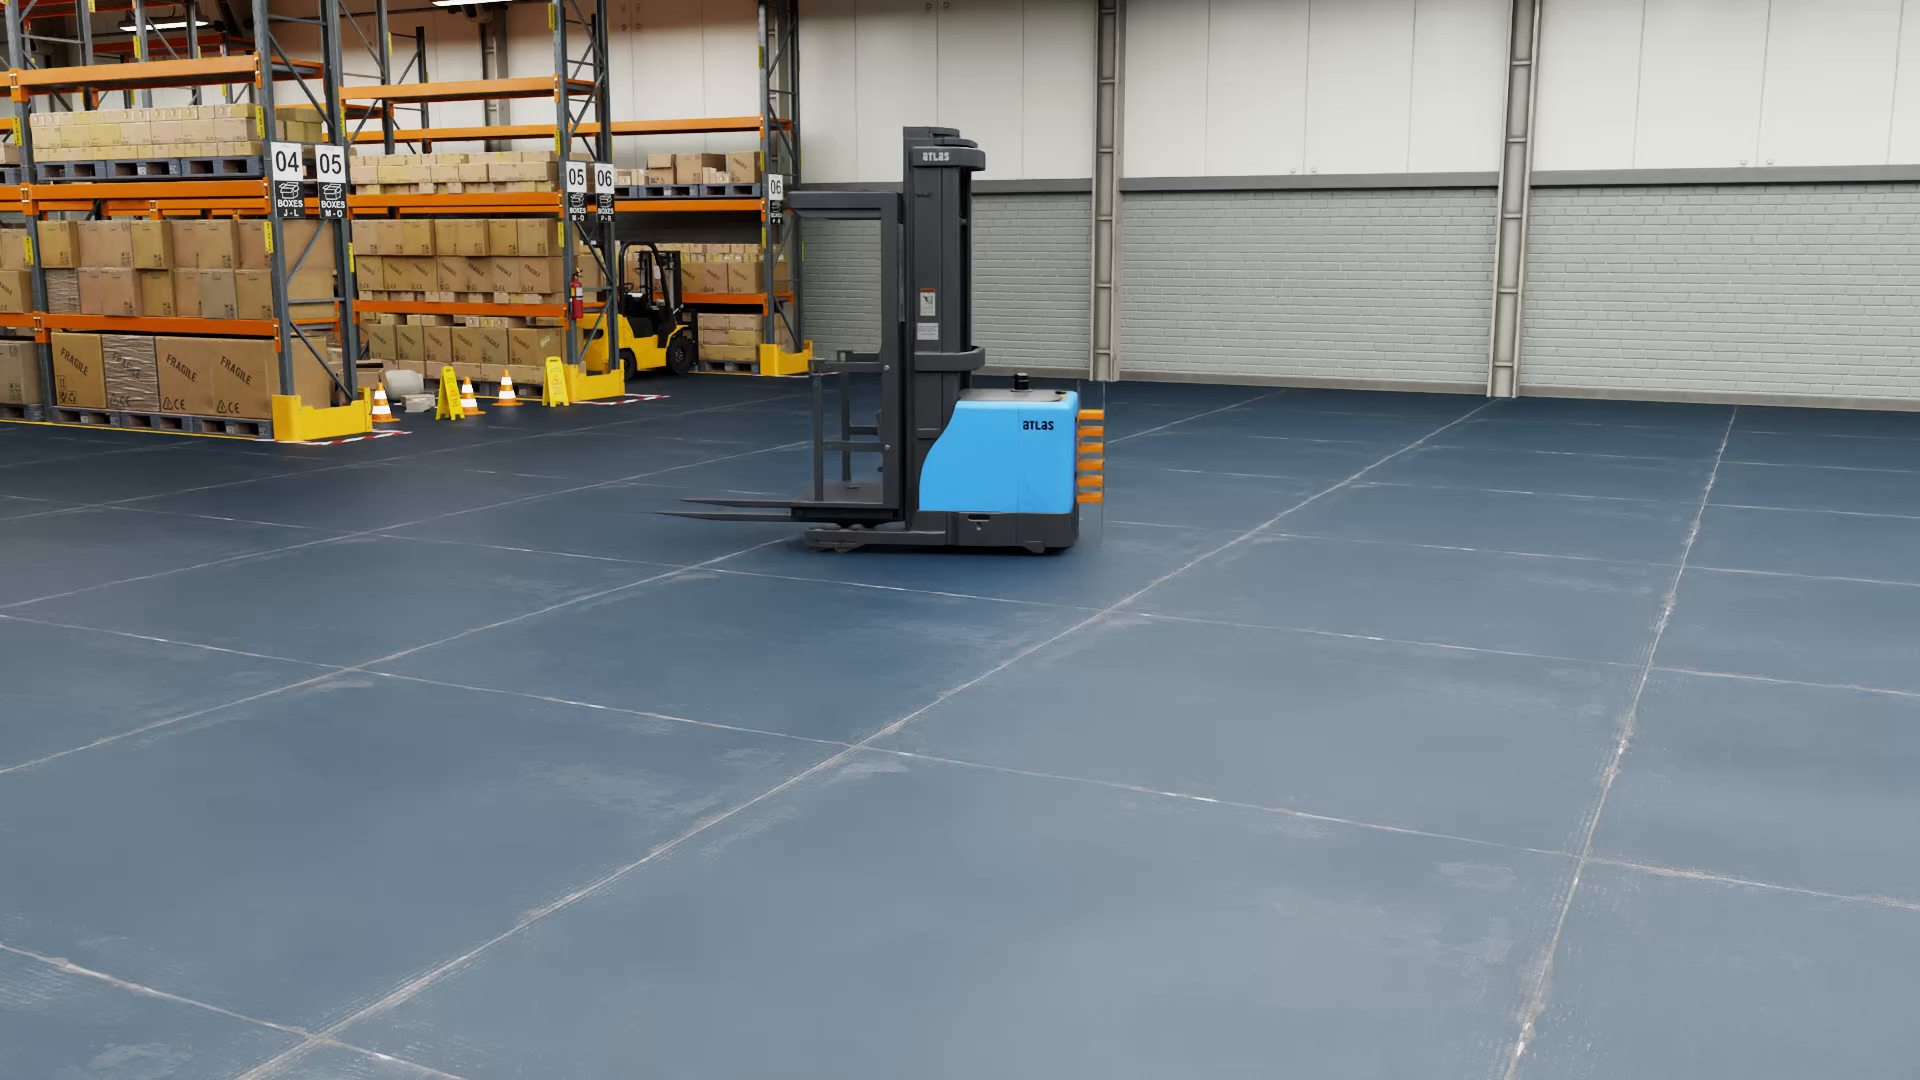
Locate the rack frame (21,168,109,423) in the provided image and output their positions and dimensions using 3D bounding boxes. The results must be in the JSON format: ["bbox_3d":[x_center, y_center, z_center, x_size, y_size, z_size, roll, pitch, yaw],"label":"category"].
[{"bbox_3d":[-10.770,-2.972,20.228,0.127,3.000,1.000,5,11,26],"label":"rack frame"}]

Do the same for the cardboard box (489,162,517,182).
[{"bbox_3d":[-6.106,-5.043,22.835,0.500,0.250,0.500,5,11,25],"label":"cardboard box"}]

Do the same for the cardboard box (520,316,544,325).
[{"bbox_3d":[-7.643,-3.703,29.758,0.625,0.625,0.875,5,11,25],"label":"cardboard box"}]

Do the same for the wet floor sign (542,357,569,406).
[{"bbox_3d":[-5.386,-2.111,22.081,0.267,0.644,0.232,-10,14,-43],"label":"wet floor sign"}]

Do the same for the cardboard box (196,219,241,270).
[{"bbox_3d":[-8.032,-3.326,18.730,0.550,0.550,0.875,5,11,26],"label":"cardboard box"}]

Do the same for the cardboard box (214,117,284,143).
[{"bbox_3d":[-7.745,-4.455,18.126,0.500,0.250,0.500,5,11,27],"label":"cardboard box"}]

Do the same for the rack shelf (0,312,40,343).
[{"bbox_3d":[-12.563,-2.775,21.163,4.000,0.370,1.077,5,11,26],"label":"rack shelf"}]

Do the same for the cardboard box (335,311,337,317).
[{"bbox_3d":[-11.796,-4.282,31.484,0.250,0.149,0.380,4,11,23],"label":"cardboard box"}]

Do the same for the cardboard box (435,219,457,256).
[{"bbox_3d":[-6.977,-4.274,23.501,0.500,0.500,0.700,5,11,25],"label":"cardboard box"}]

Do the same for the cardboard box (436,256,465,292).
[{"bbox_3d":[-7.032,-3.773,23.536,0.500,0.500,0.500,5,11,26],"label":"cardboard box"}]

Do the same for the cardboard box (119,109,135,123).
[{"bbox_3d":[-9.229,-4.770,18.745,0.250,0.149,0.380,5,11,26],"label":"cardboard box"}]

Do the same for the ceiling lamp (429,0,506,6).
[{"bbox_3d":[-7.326,-10.026,25.968,2.000,3.185,0.800,5,11,26],"label":"ceiling lamp"}]

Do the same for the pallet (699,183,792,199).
[{"bbox_3d":[-3.513,-5.741,27.351,1.213,0.211,1.003,5,11,26],"label":"pallet"}]

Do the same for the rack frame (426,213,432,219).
[{"bbox_3d":[-10.064,-4.879,30.763,0.127,3.000,1.000,5,11,26],"label":"rack frame"}]

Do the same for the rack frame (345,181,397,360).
[{"bbox_3d":[-8.670,-3.770,24.640,0.127,3.000,1.000,5,11,26],"label":"rack frame"}]

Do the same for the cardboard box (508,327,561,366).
[{"bbox_3d":[-5.917,-2.699,23.158,0.500,0.500,0.500,5,11,26],"label":"cardboard box"}]

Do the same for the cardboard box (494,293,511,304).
[{"bbox_3d":[-6.254,-3.368,23.123,0.250,0.149,0.380,5,12,27],"label":"cardboard box"}]

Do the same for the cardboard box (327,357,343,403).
[{"bbox_3d":[-8.621,-2.100,22.039,0.503,0.637,0.797,5,11,26],"label":"cardboard box"}]

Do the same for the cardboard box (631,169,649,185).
[{"bbox_3d":[-5.281,-6.064,27.806,0.258,0.266,0.396,5,11,24],"label":"cardboard box"}]

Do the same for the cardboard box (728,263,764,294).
[{"bbox_3d":[-3.448,-4.294,27.254,0.500,0.500,0.500,5,11,25],"label":"cardboard box"}]

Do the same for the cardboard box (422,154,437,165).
[{"bbox_3d":[-7.340,-5.344,23.380,0.250,0.149,0.380,5,11,25],"label":"cardboard box"}]

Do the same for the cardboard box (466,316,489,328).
[{"bbox_3d":[-6.736,-3.078,23.429,0.250,0.149,0.380,6,12,28],"label":"cardboard box"}]

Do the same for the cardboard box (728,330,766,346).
[{"bbox_3d":[-3.465,-3.336,27.379,0.500,0.250,0.500,5,11,25],"label":"cardboard box"}]

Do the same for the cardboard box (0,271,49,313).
[{"bbox_3d":[-11.356,-3.019,20.210,0.500,0.500,0.500,5,11,25],"label":"cardboard box"}]

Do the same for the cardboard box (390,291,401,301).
[{"bbox_3d":[-8.028,-3.543,24.089,0.250,0.149,0.380,5,11,26],"label":"cardboard box"}]

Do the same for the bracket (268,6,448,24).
[{"bbox_3d":[-11.336,-9.822,31.125,4.783,0.066,0.076,5,11,26],"label":"bracket"}]

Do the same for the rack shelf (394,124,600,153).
[{"bbox_3d":[-8.271,-7.122,29.458,4.000,0.370,1.077,5,11,26],"label":"rack shelf"}]

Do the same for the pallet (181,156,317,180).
[{"bbox_3d":[-7.853,-4.146,18.541,1.213,0.211,1.003,5,11,26],"label":"pallet"}]

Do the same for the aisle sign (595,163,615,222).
[{"bbox_3d":[-4.890,-4.779,22.913,0.004,0.787,0.394,5,11,26],"label":"aisle sign"}]

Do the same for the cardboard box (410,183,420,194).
[{"bbox_3d":[-7.576,-4.979,23.599,0.250,0.149,0.380,5,11,24],"label":"cardboard box"}]

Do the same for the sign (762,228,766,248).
[{"bbox_3d":[-3.143,-4.849,26.683,0.005,0.325,0.100,5,11,26],"label":"sign"}]

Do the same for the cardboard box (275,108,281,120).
[{"bbox_3d":[-7.566,-4.754,18.660,0.250,0.149,0.380,5,11,26],"label":"cardboard box"}]

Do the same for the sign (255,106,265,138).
[{"bbox_3d":[-7.435,-4.444,17.674,0.005,0.325,0.100,5,11,26],"label":"sign"}]

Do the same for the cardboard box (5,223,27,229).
[{"bbox_3d":[-16.013,-5.327,28.334,0.250,0.149,0.380,5,11,25],"label":"cardboard box"}]

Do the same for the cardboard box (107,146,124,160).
[{"bbox_3d":[-9.451,-4.397,18.925,0.250,0.149,0.380,5,11,26],"label":"cardboard box"}]

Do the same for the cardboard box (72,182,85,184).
[{"bbox_3d":[-13.966,-5.910,26.579,0.500,0.500,0.500,5,11,26],"label":"cardboard box"}]

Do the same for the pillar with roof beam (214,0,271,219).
[{"bbox_3d":[-15.782,-7.657,29.270,0.548,9.000,9.100,5,11,26],"label":"pillar with roof beam"}]

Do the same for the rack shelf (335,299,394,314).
[{"bbox_3d":[-10.464,-3.574,25.575,4.000,0.370,1.077,5,11,26],"label":"rack shelf"}]

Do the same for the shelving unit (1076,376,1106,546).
[{"bbox_3d":[0.945,-0.570,12.013,0.189,1.200,0.258,1,10,7],"label":"shelving unit"}]

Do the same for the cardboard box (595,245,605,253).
[{"bbox_3d":[-6.040,-5.002,28.509,0.250,0.149,0.380,5,11,27],"label":"cardboard box"}]

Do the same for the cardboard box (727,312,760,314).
[{"bbox_3d":[-3.687,-3.701,27.989,0.500,0.250,0.500,5,11,26],"label":"cardboard box"}]

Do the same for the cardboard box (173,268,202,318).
[{"bbox_3d":[-8.485,-2.856,19.169,0.550,0.550,0.875,5,11,26],"label":"cardboard box"}]

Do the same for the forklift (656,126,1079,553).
[{"bbox_3d":[-0.667,-1.445,11.982,3.031,2.935,1.130,1,10,7],"label":"forklift"}]

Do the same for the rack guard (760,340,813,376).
[{"bbox_3d":[-2.869,-3.016,27.492,0.348,0.500,1.175,5,11,26],"label":"rack guard"}]

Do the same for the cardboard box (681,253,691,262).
[{"bbox_3d":[-4.486,-4.696,27.654,0.250,0.149,0.380,5,11,26],"label":"cardboard box"}]

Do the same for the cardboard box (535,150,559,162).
[{"bbox_3d":[-5.517,-5.179,22.469,0.250,0.149,0.380,5,11,26],"label":"cardboard box"}]

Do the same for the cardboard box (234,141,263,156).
[{"bbox_3d":[-7.631,-4.237,18.041,0.250,0.149,0.380,5,11,26],"label":"cardboard box"}]

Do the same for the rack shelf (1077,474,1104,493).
[{"bbox_3d":[0.945,-0.409,12.042,0.180,0.103,0.258,1,10,7],"label":"rack shelf"}]

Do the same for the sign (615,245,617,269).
[{"bbox_3d":[-4.843,-3.968,23.300,0.005,0.325,0.100,5,11,26],"label":"sign"}]

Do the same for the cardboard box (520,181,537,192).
[{"bbox_3d":[-5.764,-4.805,22.641,0.250,0.149,0.380,5,11,26],"label":"cardboard box"}]

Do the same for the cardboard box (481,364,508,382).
[{"bbox_3d":[-6.388,-2.372,23.453,0.500,0.250,0.500,5,11,26],"label":"cardboard box"}]

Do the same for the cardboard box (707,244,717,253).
[{"bbox_3d":[-3.977,-4.820,27.501,0.250,0.149,0.380,5,11,26],"label":"cardboard box"}]
